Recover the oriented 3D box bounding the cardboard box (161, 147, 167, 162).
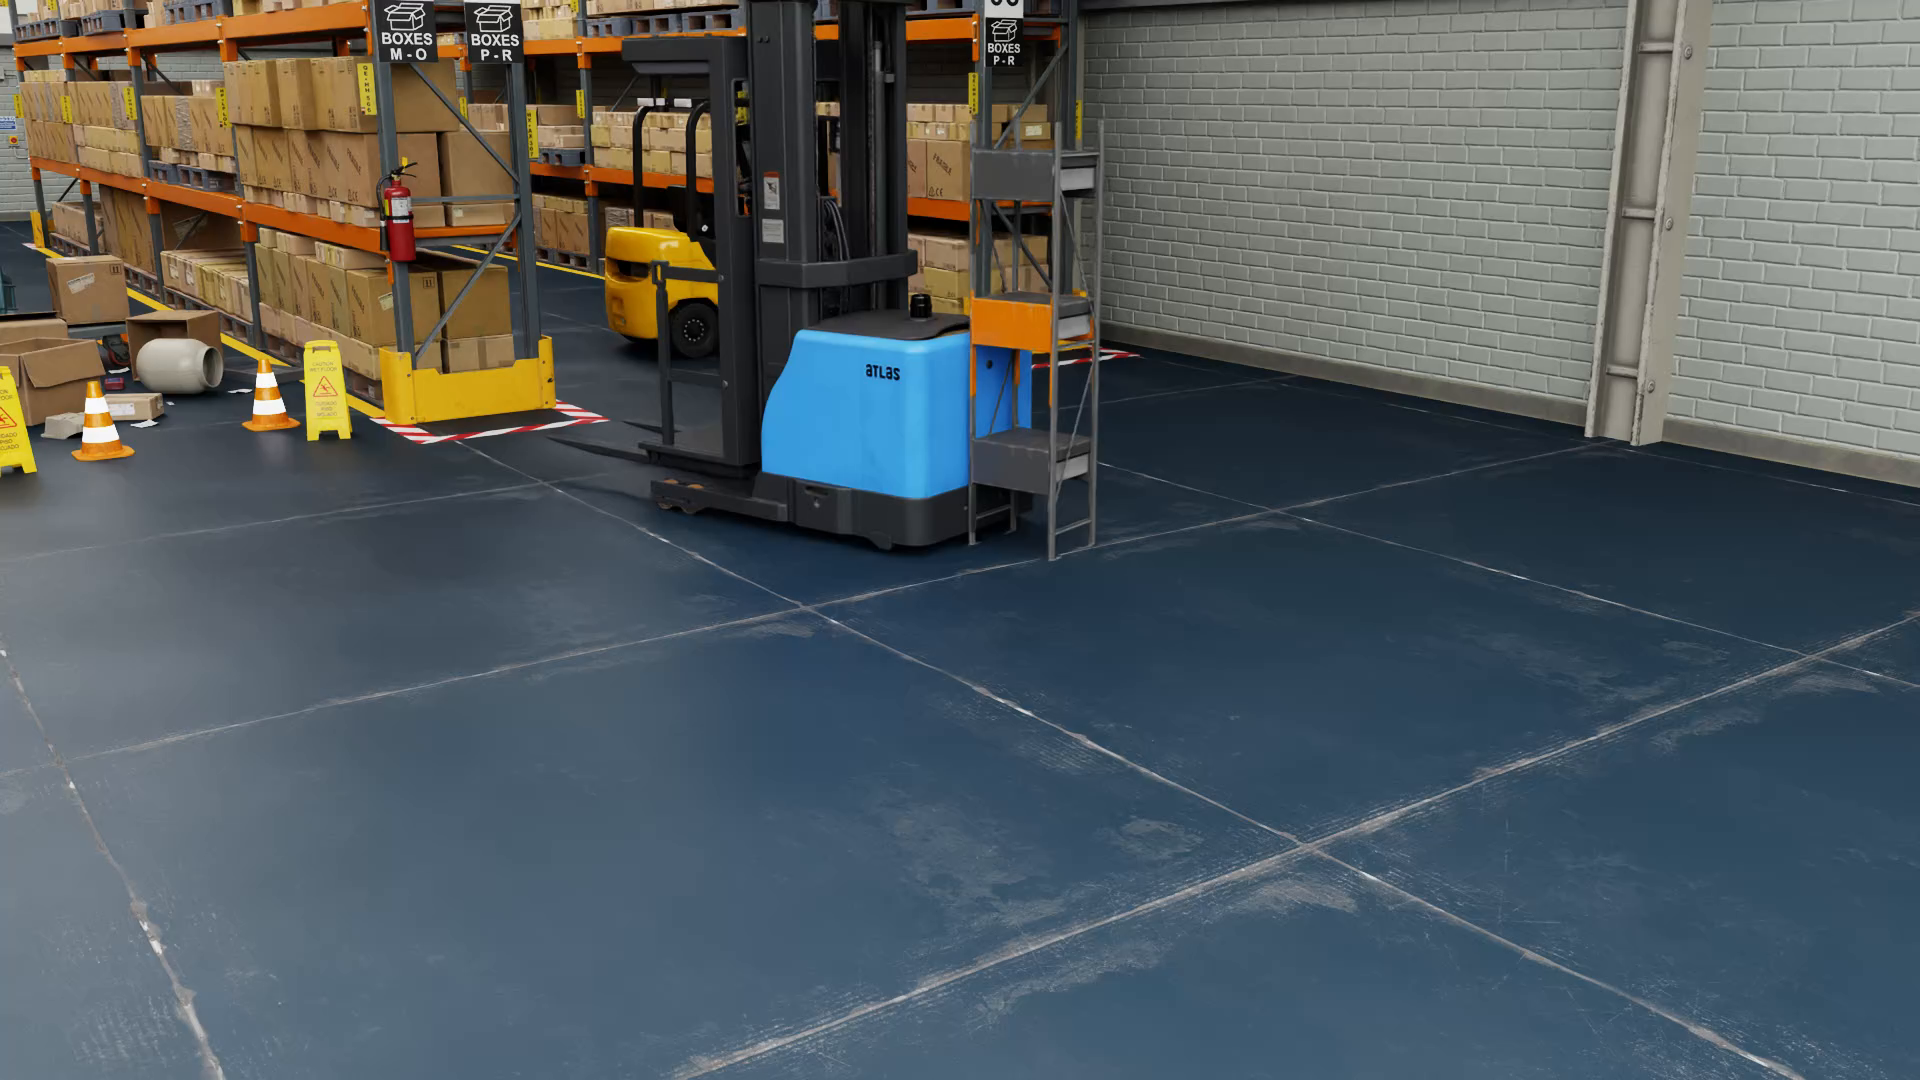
[{"bbox_3d":[-7.850,-3.905,16.844,0.380,0.149,0.250,-12,20,-38],"label":"cardboard box"}]

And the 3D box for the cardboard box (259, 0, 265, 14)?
[{"bbox_3d":[-5.358,-4.260,13.254,0.380,0.149,0.250,-10,18,-33],"label":"cardboard box"}]

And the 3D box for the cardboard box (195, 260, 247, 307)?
[{"bbox_3d":[-6.948,-2.547,16.383,0.950,0.372,0.625,-10,18,-33],"label":"cardboard box"}]

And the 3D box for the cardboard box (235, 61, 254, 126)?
[{"bbox_3d":[-5.436,-3.633,13.522,0.700,0.500,0.500,-11,19,-34],"label":"cardboard box"}]

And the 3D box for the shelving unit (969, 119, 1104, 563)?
[{"bbox_3d":[0.366,-0.980,8.179,0.503,2.100,0.431,11,19,36],"label":"shelving unit"}]

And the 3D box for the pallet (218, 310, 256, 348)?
[{"bbox_3d":[-6.260,-2.020,15.558,1.003,0.211,1.213,-11,19,-35],"label":"pallet"}]

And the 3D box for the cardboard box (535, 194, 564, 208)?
[{"bbox_3d":[-5.393,-4.488,22.003,0.380,0.149,0.250,-12,19,-37],"label":"cardboard box"}]

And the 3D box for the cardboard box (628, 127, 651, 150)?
[{"bbox_3d":[-3.491,-4.639,19.181,0.500,0.250,0.500,-11,19,-36],"label":"cardboard box"}]

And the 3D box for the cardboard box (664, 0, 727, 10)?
[{"bbox_3d":[-2.863,-5.906,17.974,0.500,0.311,0.500,-12,19,-36],"label":"cardboard box"}]

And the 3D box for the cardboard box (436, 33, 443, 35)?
[{"bbox_3d":[-7.293,-7.370,23.861,0.500,0.250,0.500,-12,19,-36],"label":"cardboard box"}]

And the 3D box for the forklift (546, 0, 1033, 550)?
[{"bbox_3d":[-1.088,-1.652,9.061,3.031,2.935,1.130,11,19,36],"label":"forklift"}]

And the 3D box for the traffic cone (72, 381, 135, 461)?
[{"bbox_3d":[-5.444,-0.768,10.507,0.336,0.463,0.334,-11,19,-35],"label":"traffic cone"}]

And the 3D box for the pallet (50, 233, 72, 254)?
[{"bbox_3d":[-12.324,-4.258,23.734,1.003,0.211,1.213,-11,19,-35],"label":"pallet"}]

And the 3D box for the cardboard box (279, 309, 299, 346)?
[{"bbox_3d":[-5.350,-1.796,13.867,0.500,0.250,0.500,-10,18,-31],"label":"cardboard box"}]

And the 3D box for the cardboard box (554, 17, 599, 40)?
[{"bbox_3d":[-4.639,-6.271,20.409,0.500,0.250,0.500,-12,19,-36],"label":"cardboard box"}]

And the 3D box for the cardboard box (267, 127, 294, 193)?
[{"bbox_3d":[-5.170,-3.041,13.252,0.500,0.500,0.500,-11,19,-35],"label":"cardboard box"}]

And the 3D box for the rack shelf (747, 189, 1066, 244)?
[{"bbox_3d":[-0.613,-3.197,15.936,1.077,0.370,4.000,-11,19,-35],"label":"rack shelf"}]

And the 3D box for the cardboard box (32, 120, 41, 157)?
[{"bbox_3d":[-12.487,-5.559,23.016,0.500,0.500,0.500,-11,19,-35],"label":"cardboard box"}]

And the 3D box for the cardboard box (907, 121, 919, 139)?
[{"bbox_3d":[-0.281,-3.678,14.913,0.380,0.149,0.250,-11,19,-35],"label":"cardboard box"}]

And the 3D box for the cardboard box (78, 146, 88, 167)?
[{"bbox_3d":[-10.460,-4.700,20.352,0.500,0.250,0.500,-11,19,-36],"label":"cardboard box"}]

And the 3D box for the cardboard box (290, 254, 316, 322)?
[{"bbox_3d":[-5.045,-2.046,13.362,0.500,0.500,0.500,-10,18,-32],"label":"cardboard box"}]

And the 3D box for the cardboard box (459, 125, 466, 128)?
[{"bbox_3d":[-6.989,-5.821,23.882,0.500,0.250,0.500,-10,18,-33],"label":"cardboard box"}]

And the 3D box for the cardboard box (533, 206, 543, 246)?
[{"bbox_3d":[-5.479,-4.206,22.203,0.500,0.500,0.500,-12,19,-37],"label":"cardboard box"}]

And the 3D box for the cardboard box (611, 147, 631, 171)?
[{"bbox_3d":[-3.786,-4.512,19.662,0.500,0.250,0.500,-11,19,-36],"label":"cardboard box"}]

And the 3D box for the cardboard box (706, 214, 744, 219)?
[{"bbox_3d":[-2.555,-3.304,18.670,0.875,0.625,0.625,-11,19,-35],"label":"cardboard box"}]

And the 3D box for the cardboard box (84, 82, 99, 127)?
[{"bbox_3d":[-9.865,-5.088,19.400,0.500,0.500,0.500,-11,19,-36],"label":"cardboard box"}]

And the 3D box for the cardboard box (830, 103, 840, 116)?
[{"bbox_3d":[-1.020,-4.098,15.886,0.380,0.149,0.250,-11,19,-35],"label":"cardboard box"}]

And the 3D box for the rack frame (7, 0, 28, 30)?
[{"bbox_3d":[-12.857,-8.655,23.154,1.000,3.000,0.127,-11,19,-35],"label":"rack frame"}]

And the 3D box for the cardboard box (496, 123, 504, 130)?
[{"bbox_3d":[-5.986,-5.460,22.304,0.396,0.266,0.258,-10,18,-32],"label":"cardboard box"}]

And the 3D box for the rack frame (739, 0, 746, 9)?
[{"bbox_3d":[-1.789,-6.864,16.609,1.000,3.000,0.127,-11,19,-35],"label":"rack frame"}]

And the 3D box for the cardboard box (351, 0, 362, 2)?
[{"bbox_3d":[-3.886,-3.704,11.220,0.380,0.149,0.250,-11,19,-34],"label":"cardboard box"}]

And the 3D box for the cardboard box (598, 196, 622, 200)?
[{"bbox_3d":[-4.541,-4.396,21.666,0.380,0.149,0.250,-11,19,-34],"label":"cardboard box"}]

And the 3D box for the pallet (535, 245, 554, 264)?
[{"bbox_3d":[-5.262,-3.905,22.445,1.003,0.211,1.213,-11,19,-35],"label":"pallet"}]

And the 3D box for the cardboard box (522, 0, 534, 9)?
[{"bbox_3d":[-5.345,-6.840,21.167,0.380,0.149,0.250,-11,19,-34],"label":"cardboard box"}]

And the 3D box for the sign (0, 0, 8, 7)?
[{"bbox_3d":[-13.310,-7.584,23.114,0.100,0.325,0.005,-11,19,-35],"label":"sign"}]

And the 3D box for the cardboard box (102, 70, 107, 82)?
[{"bbox_3d":[-10.829,-5.959,21.354,0.380,0.149,0.250,-11,19,-35],"label":"cardboard box"}]

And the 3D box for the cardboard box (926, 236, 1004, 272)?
[{"bbox_3d":[0.040,-2.525,14.639,0.500,0.250,0.500,-10,18,-33],"label":"cardboard box"}]

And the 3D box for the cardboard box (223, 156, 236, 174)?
[{"bbox_3d":[-6.327,-3.348,14.806,0.380,0.149,0.250,-11,19,-34],"label":"cardboard box"}]

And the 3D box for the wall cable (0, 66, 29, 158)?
[{"bbox_3d":[-16.192,-7.467,28.193,0.585,1.953,0.123,-11,19,-35],"label":"wall cable"}]

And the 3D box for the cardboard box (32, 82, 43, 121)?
[{"bbox_3d":[-12.187,-5.928,22.468,0.500,0.500,0.500,-11,19,-35],"label":"cardboard box"}]

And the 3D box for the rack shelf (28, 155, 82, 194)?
[{"bbox_3d":[-11.681,-4.988,22.480,1.077,0.370,4.000,-11,19,-35],"label":"rack shelf"}]

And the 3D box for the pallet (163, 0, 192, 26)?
[{"bbox_3d":[-6.691,-4.925,15.562,1.213,0.211,1.003,-11,19,-35],"label":"pallet"}]

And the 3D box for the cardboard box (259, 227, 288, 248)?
[{"bbox_3d":[-5.648,-2.546,13.961,0.380,0.149,0.250,-11,19,-34],"label":"cardboard box"}]

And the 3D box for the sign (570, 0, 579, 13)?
[{"bbox_3d":[-4.581,-6.437,19.752,0.100,0.325,0.005,-11,19,-35],"label":"sign"}]

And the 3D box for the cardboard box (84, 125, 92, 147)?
[{"bbox_3d":[-10.145,-4.832,19.885,0.500,0.250,0.500,-11,18,-34],"label":"cardboard box"}]

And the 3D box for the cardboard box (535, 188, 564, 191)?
[{"bbox_3d":[-5.734,-4.849,23.321,0.380,0.149,0.250,-11,19,-34],"label":"cardboard box"}]

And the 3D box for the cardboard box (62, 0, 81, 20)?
[{"bbox_3d":[-10.222,-6.372,19.508,0.500,0.500,0.500,-11,19,-36],"label":"cardboard box"}]

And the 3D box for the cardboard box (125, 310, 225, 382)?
[{"bbox_3d":[-6.272,-1.555,13.305,0.500,0.500,0.500,1,15,4],"label":"cardboard box"}]

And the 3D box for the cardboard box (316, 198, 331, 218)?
[{"bbox_3d":[-4.651,-2.533,12.625,0.380,0.149,0.250,-11,19,-35],"label":"cardboard box"}]

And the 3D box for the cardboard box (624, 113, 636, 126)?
[{"bbox_3d":[-3.698,-4.911,19.417,0.380,0.149,0.250,-11,19,-34],"label":"cardboard box"}]

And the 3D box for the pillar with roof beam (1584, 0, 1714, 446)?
[{"bbox_3d":[0.928,-4.349,7.420,9.100,9.000,0.400,-11,19,-35],"label":"pillar with roof beam"}]

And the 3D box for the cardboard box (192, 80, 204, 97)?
[{"bbox_3d":[-6.852,-4.170,15.353,0.380,0.149,0.250,-12,19,-37],"label":"cardboard box"}]

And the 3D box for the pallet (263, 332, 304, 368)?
[{"bbox_3d":[-5.378,-1.716,14.448,1.003,0.211,1.213,-11,19,-35],"label":"pallet"}]

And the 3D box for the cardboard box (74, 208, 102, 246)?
[{"bbox_3d":[-11.315,-4.216,22.357,0.875,0.438,0.875,-12,19,-36],"label":"cardboard box"}]

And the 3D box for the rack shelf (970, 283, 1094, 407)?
[{"bbox_3d":[0.366,-0.967,8.183,0.480,0.518,0.431,11,19,36],"label":"rack shelf"}]
